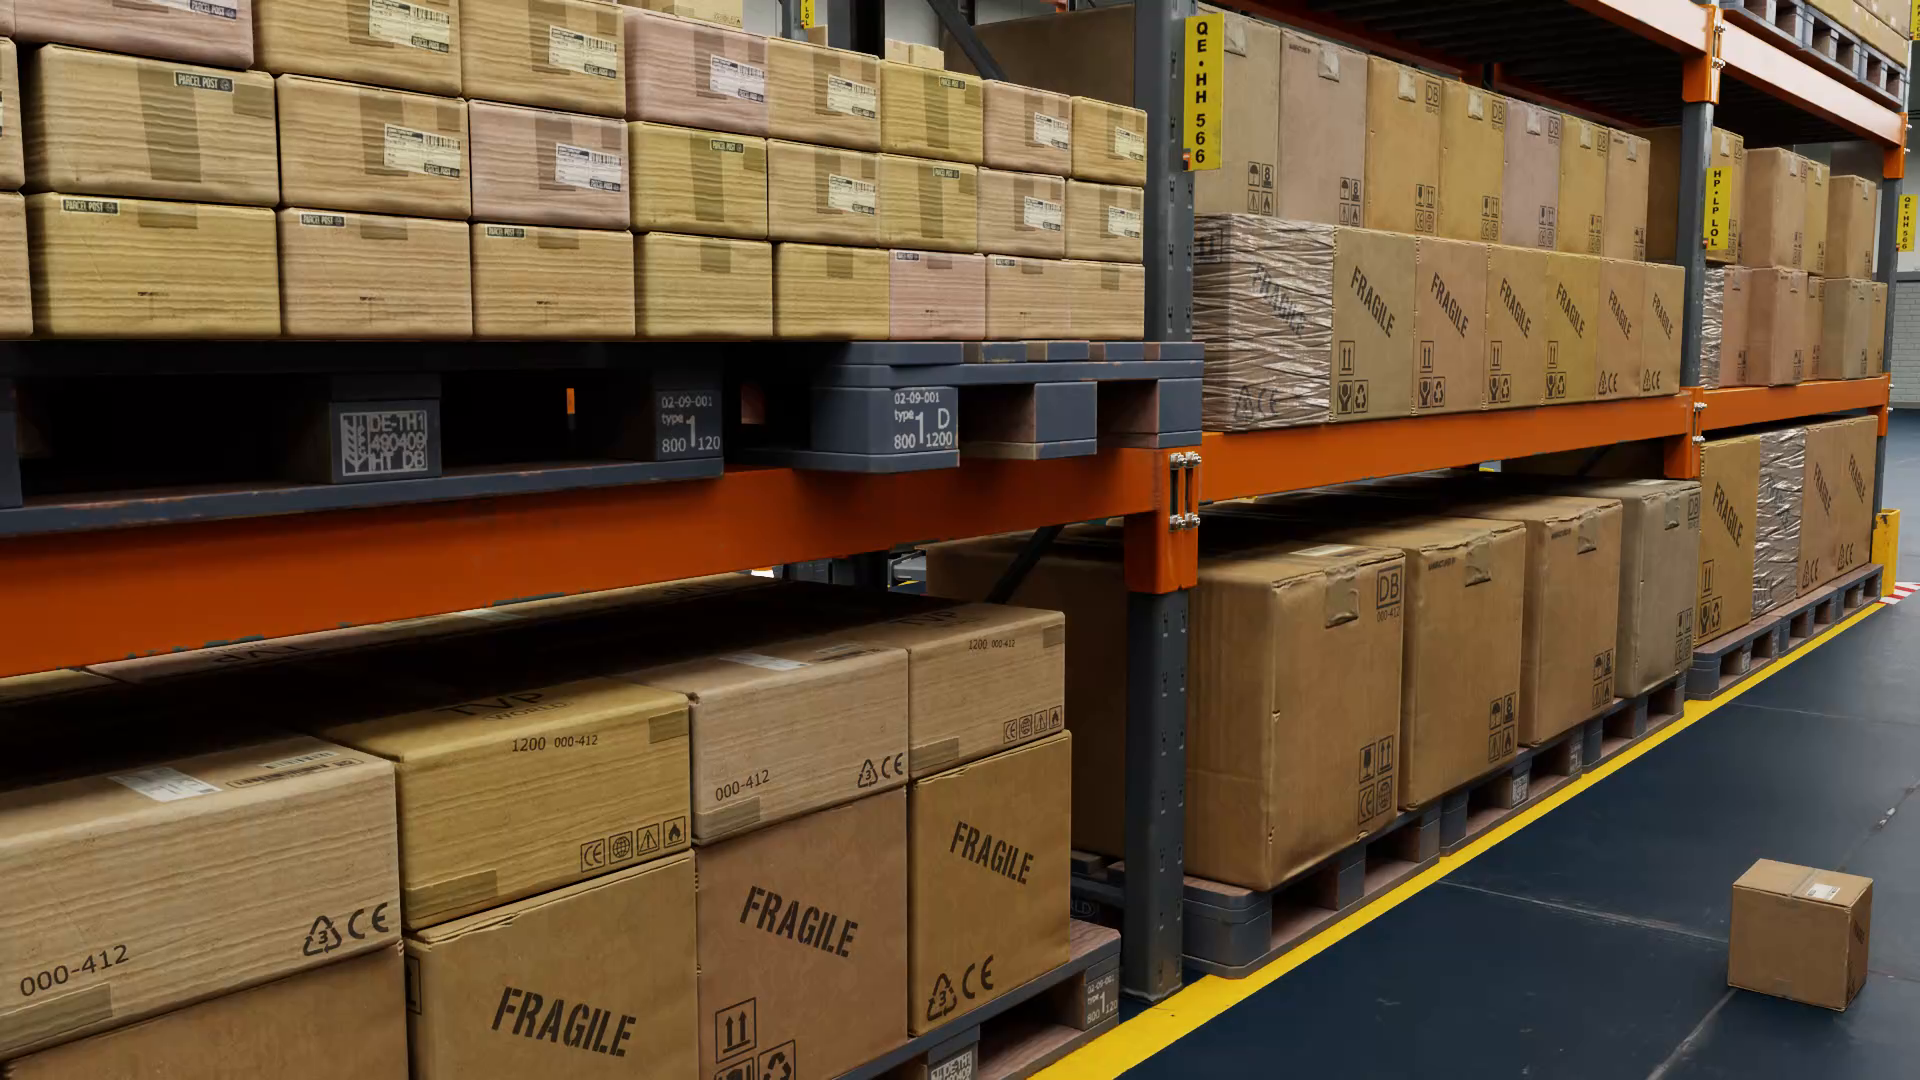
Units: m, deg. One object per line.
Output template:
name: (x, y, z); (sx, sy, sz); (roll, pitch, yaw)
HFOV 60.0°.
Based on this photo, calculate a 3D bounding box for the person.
person: (-2.106, 0.219, 3.831); (0.481, 1.590, 0.988); (6, 9, 44)
